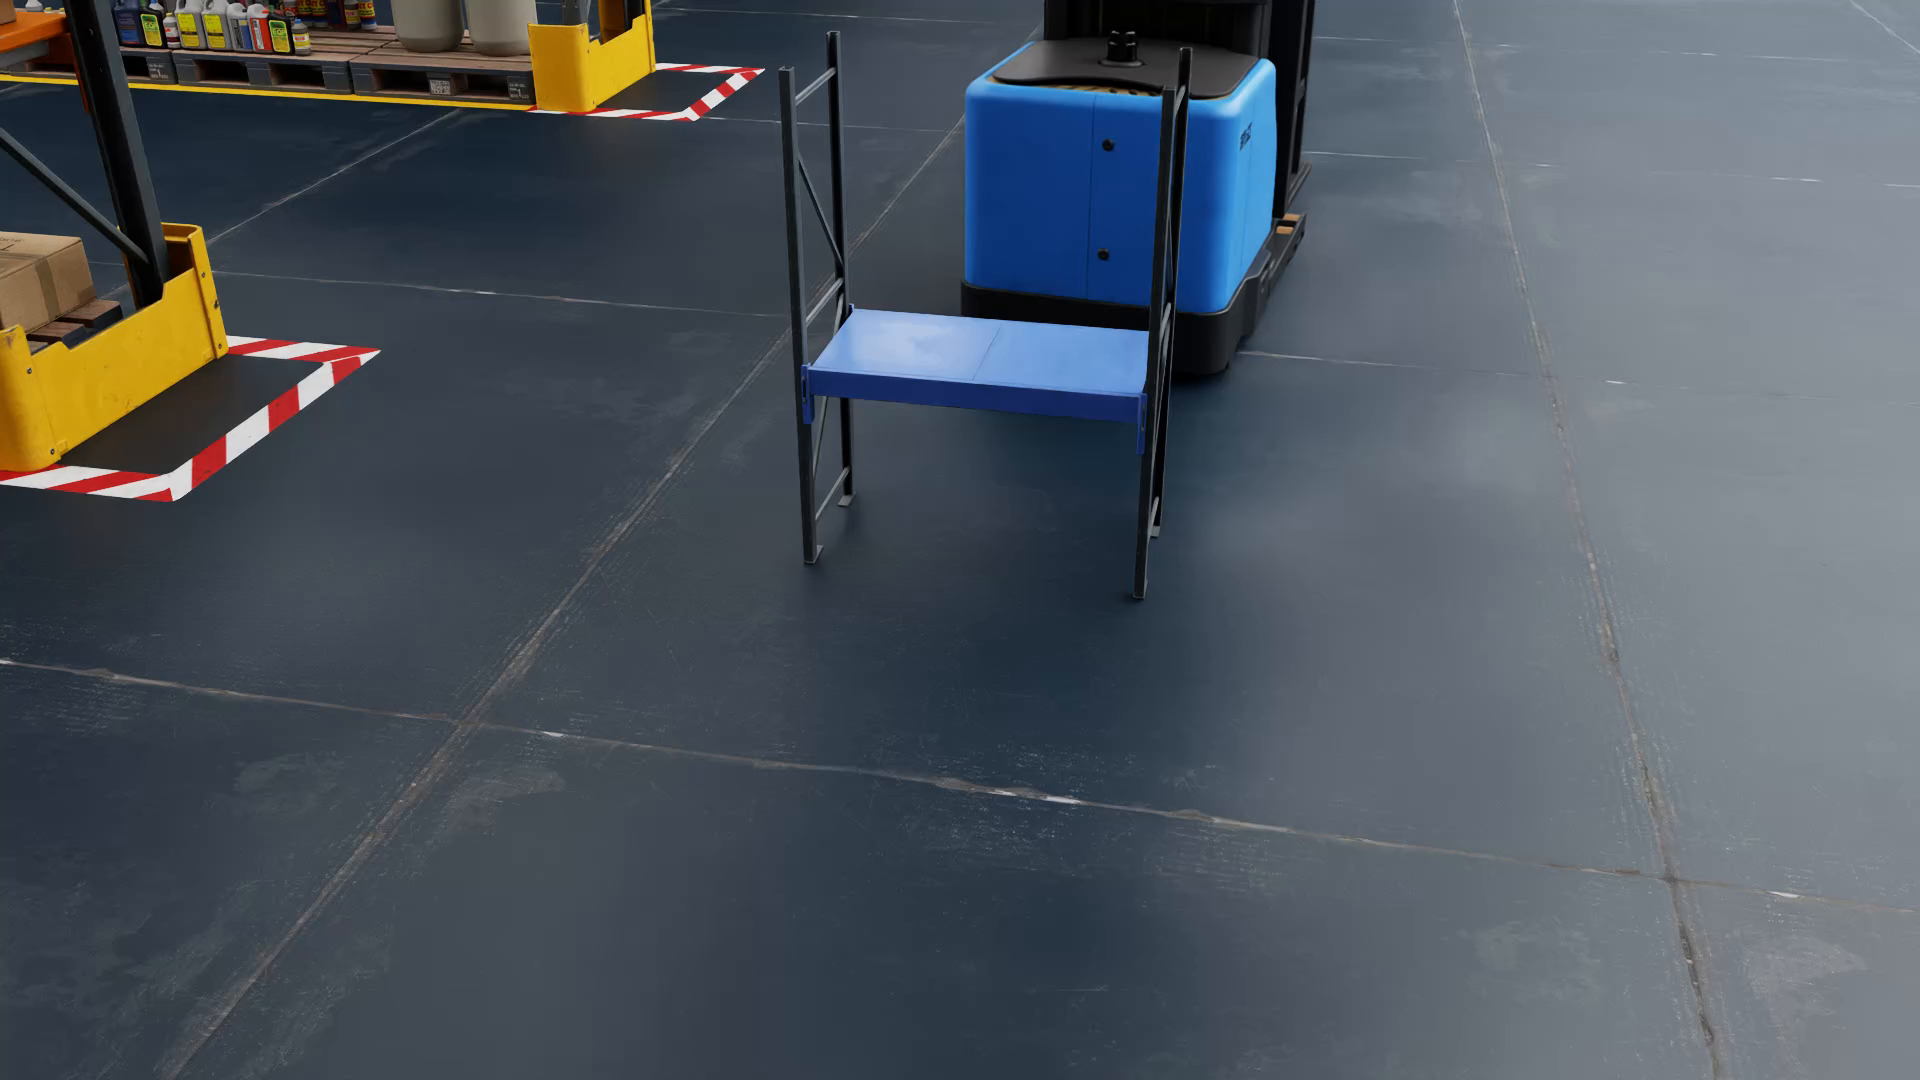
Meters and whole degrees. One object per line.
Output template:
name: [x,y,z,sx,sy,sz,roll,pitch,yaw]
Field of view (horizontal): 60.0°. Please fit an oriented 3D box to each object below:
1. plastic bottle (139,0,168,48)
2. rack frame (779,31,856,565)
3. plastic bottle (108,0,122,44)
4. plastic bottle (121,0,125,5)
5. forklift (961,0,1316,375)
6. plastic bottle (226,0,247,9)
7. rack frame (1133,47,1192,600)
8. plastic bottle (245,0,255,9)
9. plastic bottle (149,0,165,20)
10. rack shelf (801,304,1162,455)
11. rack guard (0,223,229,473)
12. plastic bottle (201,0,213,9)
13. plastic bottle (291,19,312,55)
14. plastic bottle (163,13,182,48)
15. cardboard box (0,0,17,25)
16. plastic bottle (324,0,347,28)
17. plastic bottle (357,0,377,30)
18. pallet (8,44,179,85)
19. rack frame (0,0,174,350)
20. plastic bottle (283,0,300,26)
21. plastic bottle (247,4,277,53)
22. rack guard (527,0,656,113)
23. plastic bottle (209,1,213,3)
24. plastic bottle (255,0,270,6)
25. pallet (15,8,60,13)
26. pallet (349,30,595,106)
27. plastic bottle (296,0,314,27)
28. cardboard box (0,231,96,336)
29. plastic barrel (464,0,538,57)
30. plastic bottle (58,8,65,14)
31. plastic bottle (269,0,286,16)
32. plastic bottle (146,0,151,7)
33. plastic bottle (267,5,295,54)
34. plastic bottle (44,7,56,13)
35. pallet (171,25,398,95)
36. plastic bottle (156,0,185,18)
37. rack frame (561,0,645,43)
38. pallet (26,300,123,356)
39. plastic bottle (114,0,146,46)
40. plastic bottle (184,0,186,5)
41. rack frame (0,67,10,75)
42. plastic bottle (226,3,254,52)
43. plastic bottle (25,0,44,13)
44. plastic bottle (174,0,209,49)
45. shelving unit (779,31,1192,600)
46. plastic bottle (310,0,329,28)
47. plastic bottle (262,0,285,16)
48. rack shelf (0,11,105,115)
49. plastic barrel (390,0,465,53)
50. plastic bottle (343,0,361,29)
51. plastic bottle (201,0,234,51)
plastic bottle: [-5.049,-3.231,10.399,0.133,0.283,0.061,7,30,13]
rack frame: [-0.414,-0.700,4.967,0.032,1.500,0.500,6,29,11]
plastic bottle: [-5.386,-3.316,10.484,0.185,0.351,0.144,7,29,12]
plastic bottle: [-5.356,-3.384,10.607,0.185,0.351,0.144,6,29,11]
forklift: [0.967,-2.597,6.942,1.130,2.935,3.031,9,30,17]
plastic bottle: [-4.759,-3.513,10.914,0.133,0.283,0.061,6,29,11]
rack frame: [0.581,-0.598,4.781,0.032,1.500,0.500,6,29,11]
plastic bottle: [-4.737,-3.560,11.007,0.135,0.276,0.152,6,29,11]
plastic bottle: [-5.050,-3.265,10.473,0.097,0.271,0.097,0,29,0]
rack shelf: [0.083,-0.492,4.961,1.000,0.185,0.538,6,29,11]
rack guard: [-3.191,-0.735,6.072,0.348,0.500,1.175,6,29,11]
plastic bottle: [-4.779,-3.294,10.521,0.135,0.276,0.152,6,29,11]
plastic bottle: [-4.064,-3.104,10.251,0.097,0.201,0.097,0,29,0]
plastic bottle: [-4.929,-3.192,10.413,0.097,0.201,0.097,0,29,0]
cardboard box: [-3.669,-1.931,5.549,0.500,0.500,0.700,6,29,11]
plastic bottle: [-4.102,-3.521,10.928,0.133,0.283,0.061,6,29,11]
plastic bottle: [-3.885,-3.484,10.873,0.097,0.271,0.097,0,29,0]
pallet: [-5.441,-3.251,10.968,1.213,0.211,1.003,6,29,11]
rack frame: [-3.215,-1.834,5.476,0.127,3.000,1.000,6,29,11]
plastic bottle: [-4.415,-3.508,10.989,0.097,0.201,0.097,0,29,0]
plastic bottle: [-4.305,-3.174,10.303,0.135,0.276,0.152,6,29,11]
rack guard: [-2.261,-3.049,10.298,0.348,0.500,1.175,6,29,11]
plastic bottle: [-4.891,-3.531,10.946,0.133,0.283,0.061,6,29,11]
plastic bottle: [-4.616,-3.528,11.027,0.097,0.201,0.097,0,29,0]
pallet: [-6.865,-3.398,11.237,1.213,0.211,1.003,6,29,11]
pallet: [-3.054,-3.006,10.521,1.213,0.211,1.003,6,29,11]
plastic bottle: [-4.318,-3.528,10.954,0.097,0.271,0.097,0,29,0]
cardboard box: [-3.693,-0.970,6.325,0.500,0.250,0.500,6,29,11]
plastic barrel: [-2.836,-3.283,10.276,0.421,0.512,0.421,0,29,0]
plastic bottle: [-5.670,-3.268,10.552,0.097,0.201,0.097,0,29,0]
plastic bottle: [-4.516,-3.549,10.992,0.097,0.271,0.097,0,29,0]
plastic bottle: [-5.429,-3.595,10.993,0.185,0.351,0.144,6,29,11]
plastic bottle: [-4.183,-3.143,10.237,0.133,0.283,0.061,7,29,12]
plastic bottle: [-5.769,-3.278,10.570,0.097,0.201,0.097,0,29,0]
pallet: [-4.244,-3.129,10.746,1.213,0.211,1.003,6,29,11]
plastic bottle: [-5.217,-3.539,10.968,0.135,0.276,0.152,6,29,11]
rack frame: [-2.177,-4.160,9.724,0.127,3.000,1.000,6,29,11]
pallet: [-3.972,-0.668,6.250,1.213,0.211,1.003,6,29,11]
plastic bottle: [-5.201,-3.297,10.449,0.185,0.351,0.144,5,29,8]
plastic bottle: [-5.211,-3.643,11.082,0.185,0.351,0.144,4,29,8]
rack frame: [-6.089,-4.561,10.457,0.127,3.000,1.000,6,29,11]
plastic bottle: [-4.441,-3.188,10.328,0.135,0.276,0.152,5,29,9]
plastic bottle: [-5.869,-3.319,10.572,0.097,0.271,0.097,0,29,0]
plastic bottle: [-4.786,-3.254,10.371,0.185,0.351,0.144,6,29,10]
shelving unit: [0.083,-0.649,4.874,1.048,1.500,0.538,6,29,11]
plastic bottle: [-4.220,-3.518,10.936,0.097,0.271,0.097,0,29,0]
plastic bottle: [-4.284,-3.228,10.393,0.133,0.283,0.061,6,29,11]
rack shelf: [-5.171,-1.719,6.015,4.000,0.370,1.077,6,29,11]
plastic barrel: [-3.327,-3.333,10.368,0.421,0.512,0.421,0,29,0]
plastic bottle: [-3.986,-3.464,10.909,0.097,0.201,0.097,0,29,0]
plastic bottle: [-4.604,-3.236,10.337,0.185,0.351,0.144,7,29,13]
